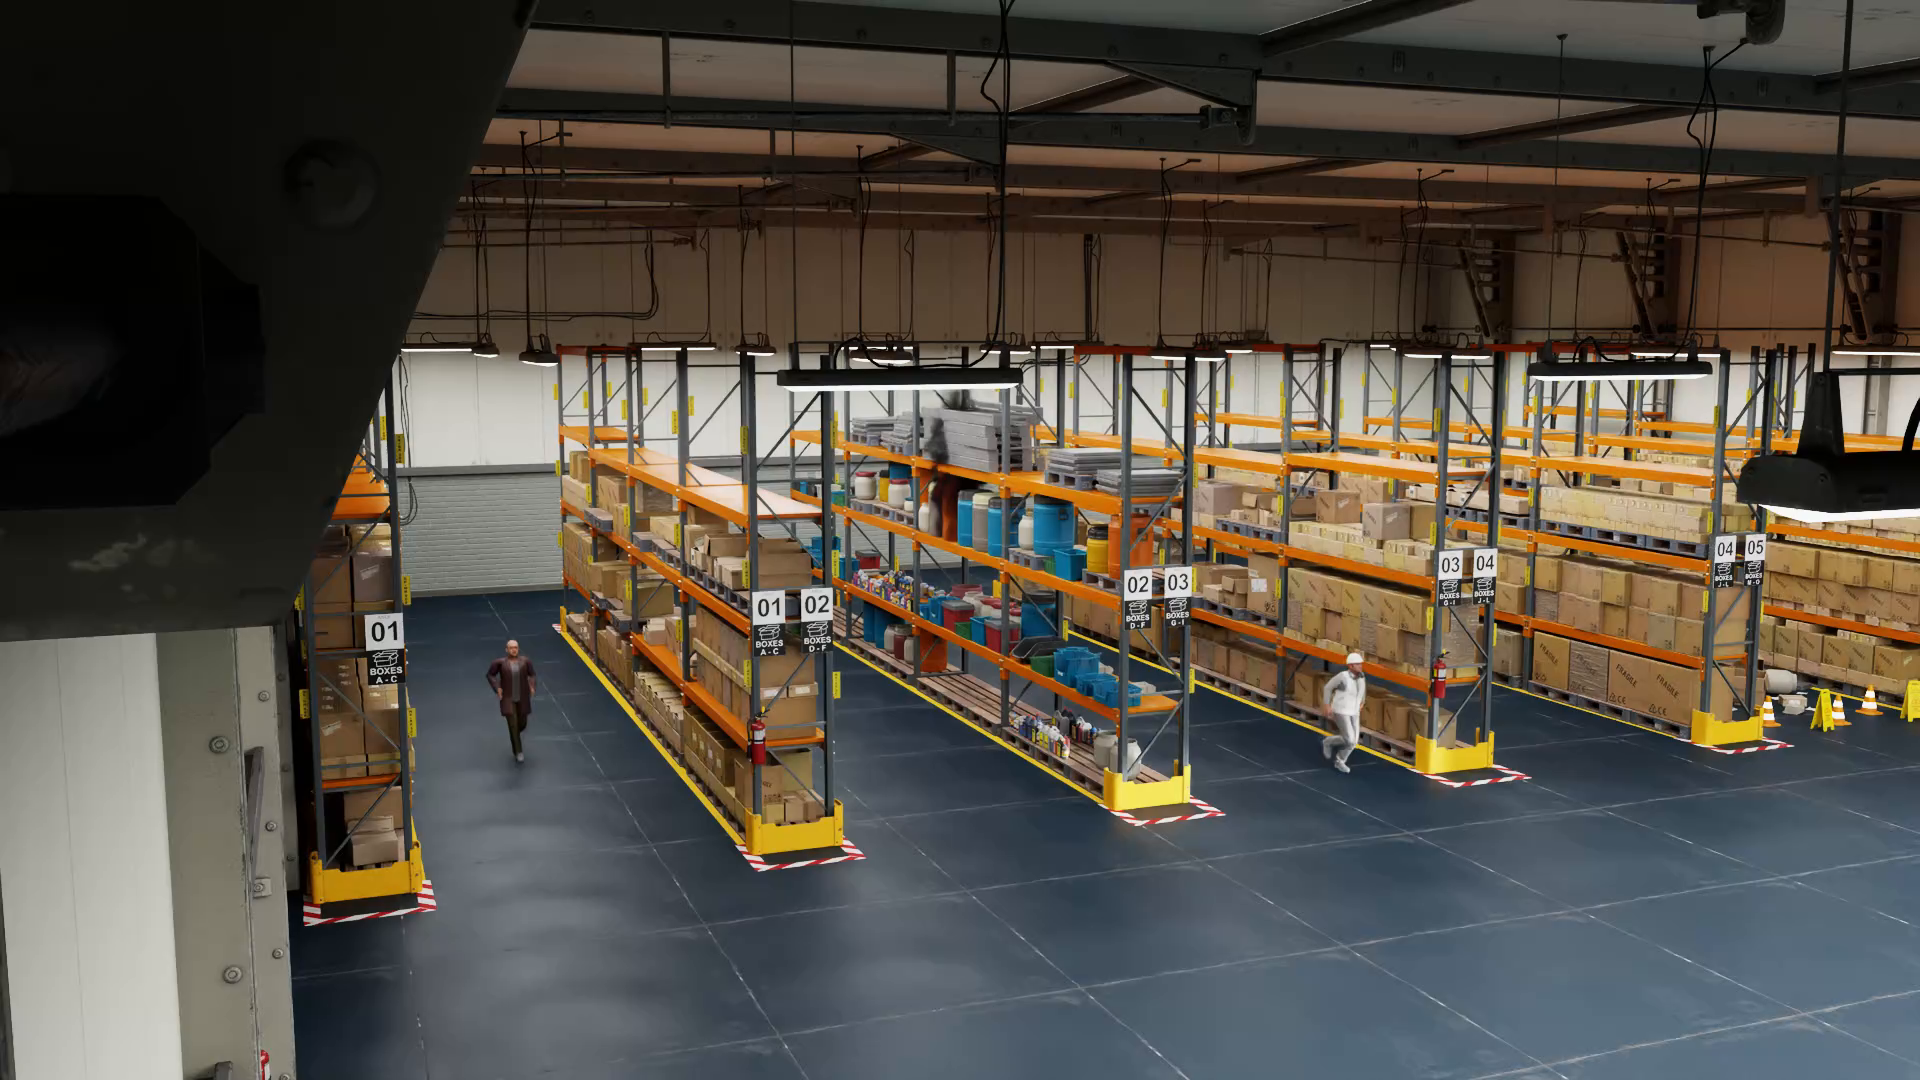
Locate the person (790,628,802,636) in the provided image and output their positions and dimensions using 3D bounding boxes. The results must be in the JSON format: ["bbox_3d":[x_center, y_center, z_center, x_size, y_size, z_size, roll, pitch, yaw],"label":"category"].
[{"bbox_3d":[-2.943,1.584,30.447,0.680,1.839,0.842,-4,8,-28],"label":"person"}]

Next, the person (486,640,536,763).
[{"bbox_3d":[-6.601,2.358,24.593,0.711,1.765,0.808,-4,8,-26],"label":"person"}]

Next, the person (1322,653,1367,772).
[{"bbox_3d":[5.539,2.457,23.935,0.660,1.715,0.603,-6,9,-37],"label":"person"}]
